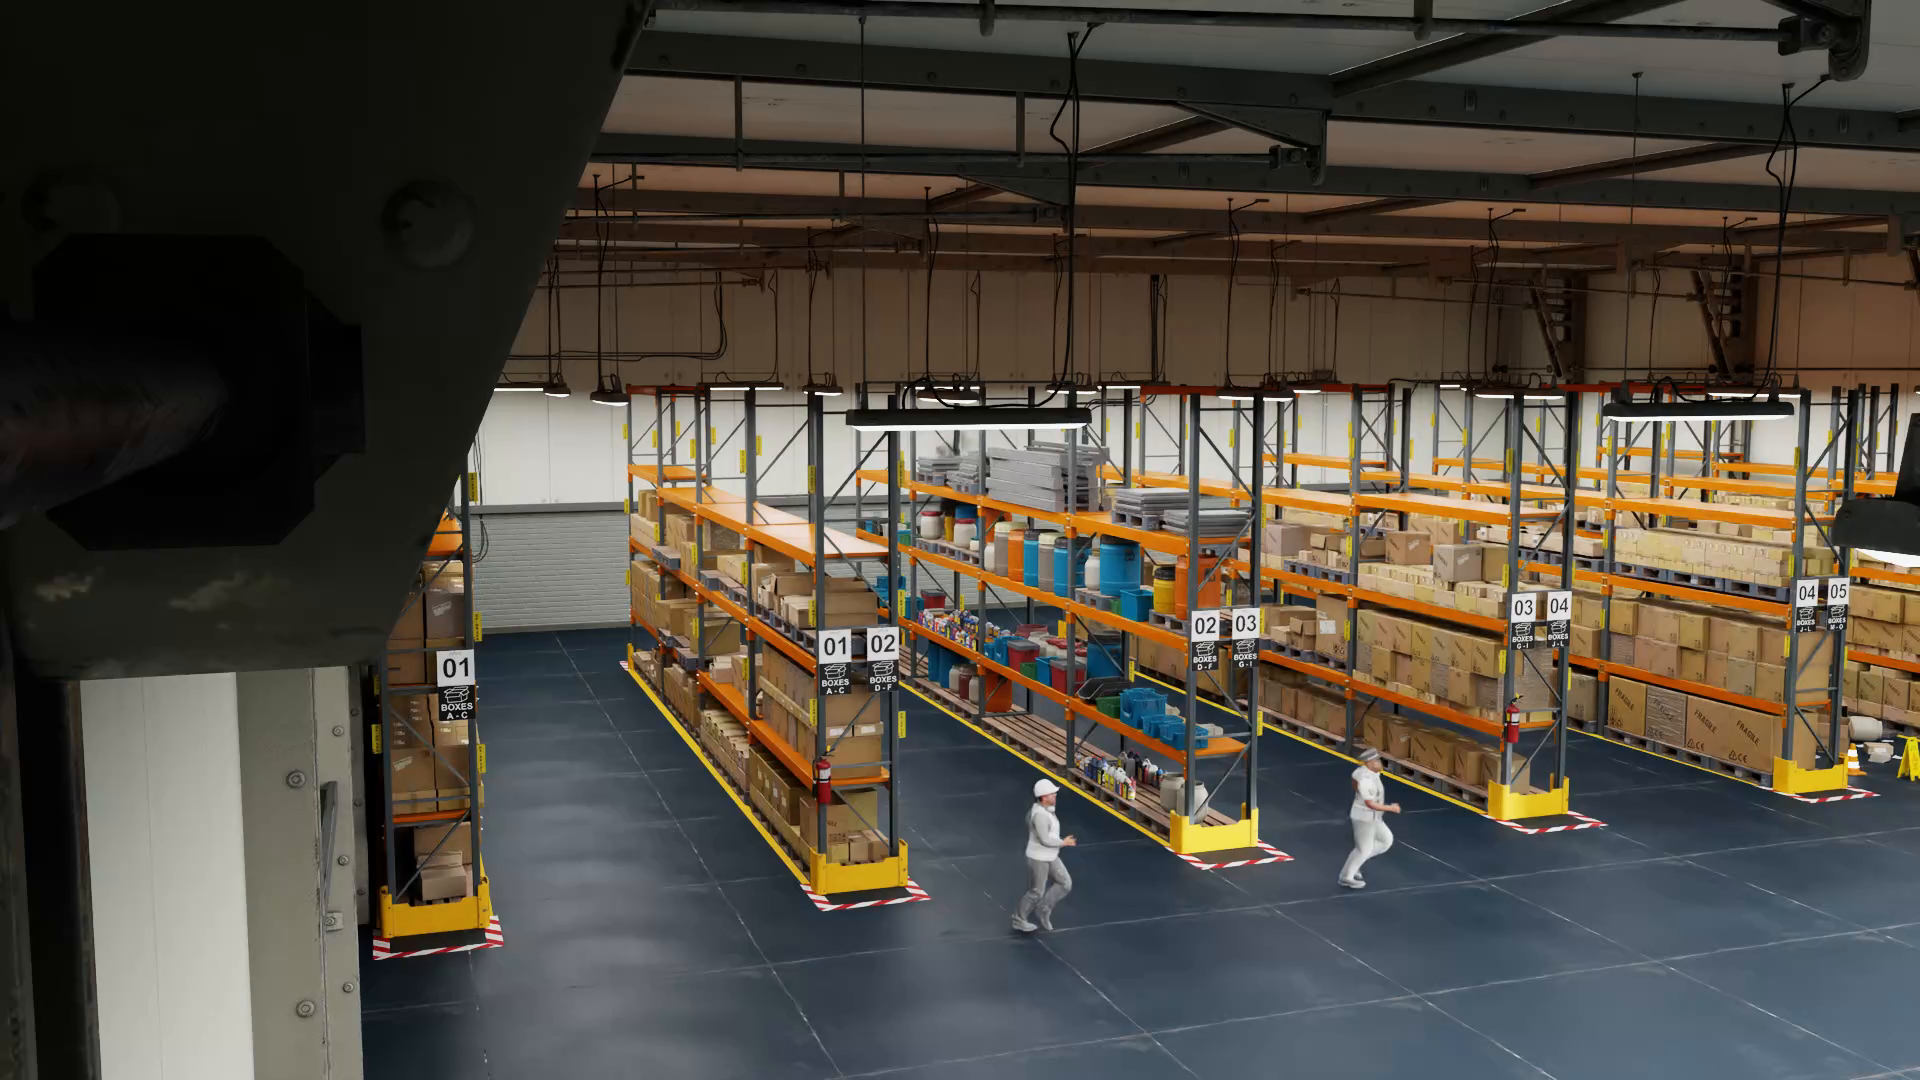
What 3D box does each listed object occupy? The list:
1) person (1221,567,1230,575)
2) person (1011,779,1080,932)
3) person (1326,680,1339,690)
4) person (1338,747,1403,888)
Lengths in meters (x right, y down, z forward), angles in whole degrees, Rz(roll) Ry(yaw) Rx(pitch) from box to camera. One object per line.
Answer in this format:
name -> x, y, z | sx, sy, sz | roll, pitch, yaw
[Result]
person -> 6.488, 1.299, 40.888 | 0.817, 1.617, 0.641 | -3, 7, -28
person -> 0.958, 3.538, 18.587 | 0.777, 1.767, 0.624 | 1, 6, 13
person -> 7.244, 2.203, 31.922 | 0.591, 1.650, 0.599 | -3, 6, -23
person -> 5.015, 3.367, 20.275 | 0.744, 1.737, 0.691 | 2, 6, 19
